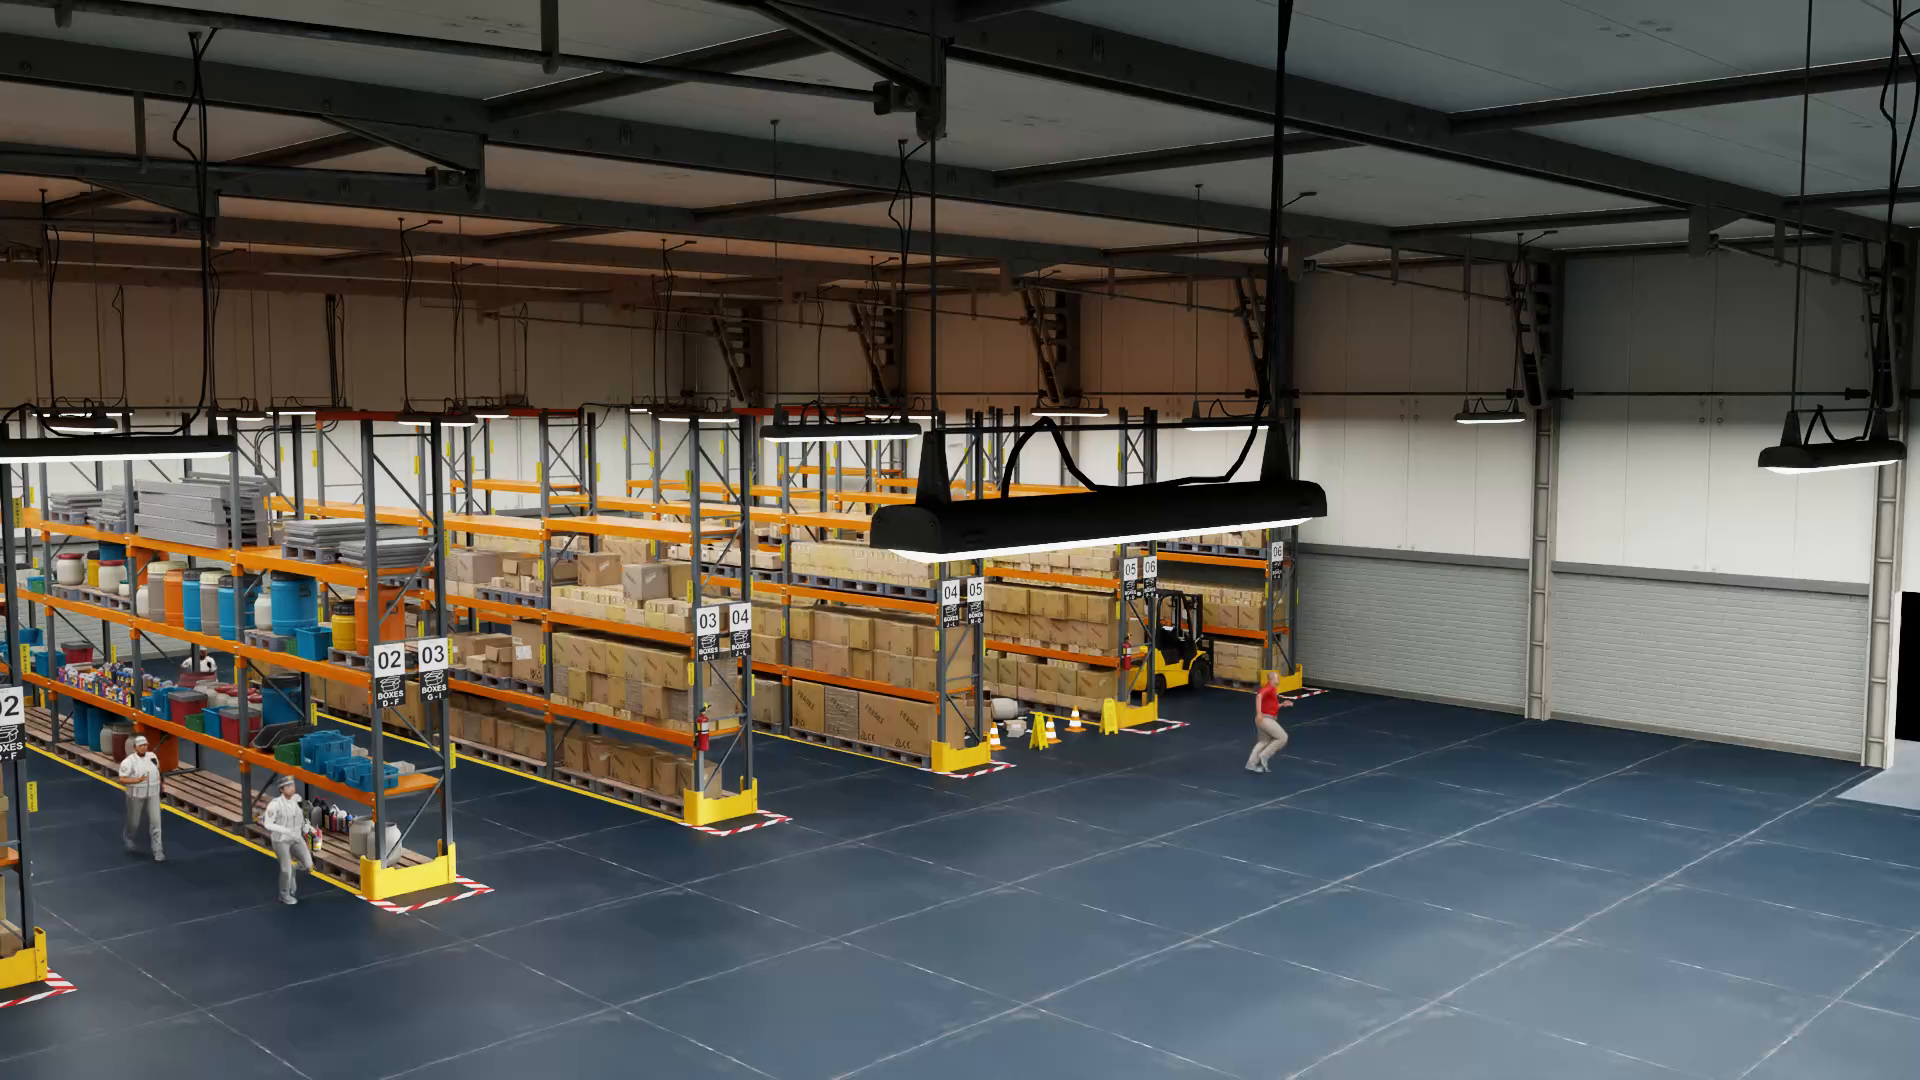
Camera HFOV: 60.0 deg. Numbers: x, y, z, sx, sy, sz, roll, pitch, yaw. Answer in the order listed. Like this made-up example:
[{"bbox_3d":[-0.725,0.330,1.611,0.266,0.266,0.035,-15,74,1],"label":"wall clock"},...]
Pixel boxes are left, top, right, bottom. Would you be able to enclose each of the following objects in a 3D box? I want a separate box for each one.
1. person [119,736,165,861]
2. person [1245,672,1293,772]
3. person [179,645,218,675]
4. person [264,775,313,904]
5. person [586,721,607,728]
[{"bbox_3d":[-11.118,3.481,22.627,0.607,1.651,0.941,-5,7,-44],"label":"person"},{"bbox_3d":[5.146,3.027,27.646,0.784,1.678,0.701,0,5,4],"label":"person"},{"bbox_3d":[-14.130,2.767,30.902,0.833,1.736,0.599,4,7,41],"label":"person"},{"bbox_3d":[-8.266,3.697,20.527,0.561,1.638,0.608,4,6,35],"label":"person"},{"bbox_3d":[-6.857,2.751,31.464,0.653,1.631,0.514,4,7,39],"label":"person"}]
